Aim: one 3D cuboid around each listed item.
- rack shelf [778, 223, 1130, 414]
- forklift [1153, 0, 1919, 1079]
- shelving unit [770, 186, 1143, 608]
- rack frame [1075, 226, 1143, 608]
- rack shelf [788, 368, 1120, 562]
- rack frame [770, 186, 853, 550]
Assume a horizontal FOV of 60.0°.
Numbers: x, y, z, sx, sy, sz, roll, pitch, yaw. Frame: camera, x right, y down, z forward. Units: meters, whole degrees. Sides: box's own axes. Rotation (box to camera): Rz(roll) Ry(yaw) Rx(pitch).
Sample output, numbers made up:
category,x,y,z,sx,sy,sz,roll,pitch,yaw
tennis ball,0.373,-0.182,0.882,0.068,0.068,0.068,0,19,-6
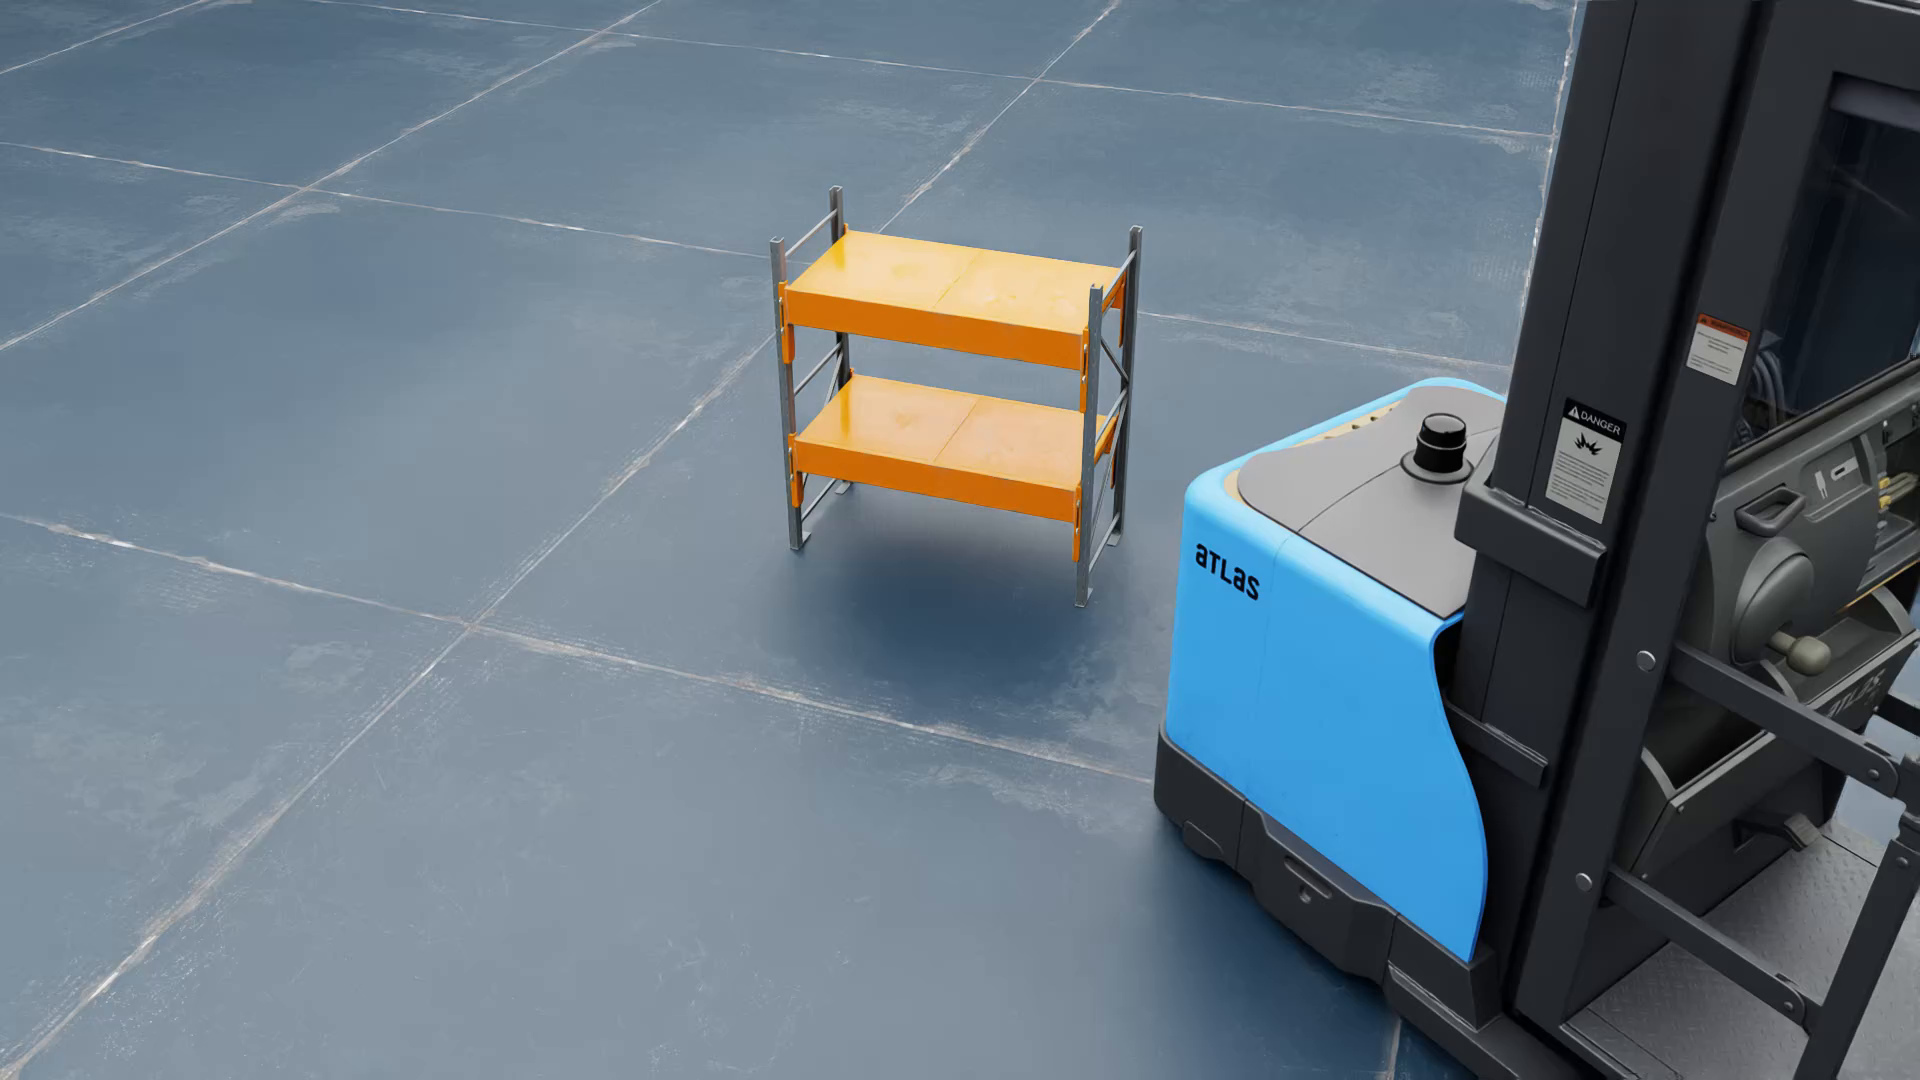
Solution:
category,x,y,z,sx,sy,sz,roll,pitch,yaw
rack shelf,-0.006,-0.720,5.288,1.000,0.278,0.538,11,34,16
forklift,1.814,0.006,3.039,1.130,2.935,3.031,-22,39,-30
shelving unit,-0.006,-0.474,5.447,1.048,1.125,0.538,11,34,16
rack frame,0.472,-0.381,5.303,0.032,1.125,0.500,11,34,16
rack shelf,-0.006,-0.268,5.579,1.000,0.278,0.538,11,34,16
rack frame,-0.485,-0.567,5.591,0.032,1.125,0.500,11,34,16
